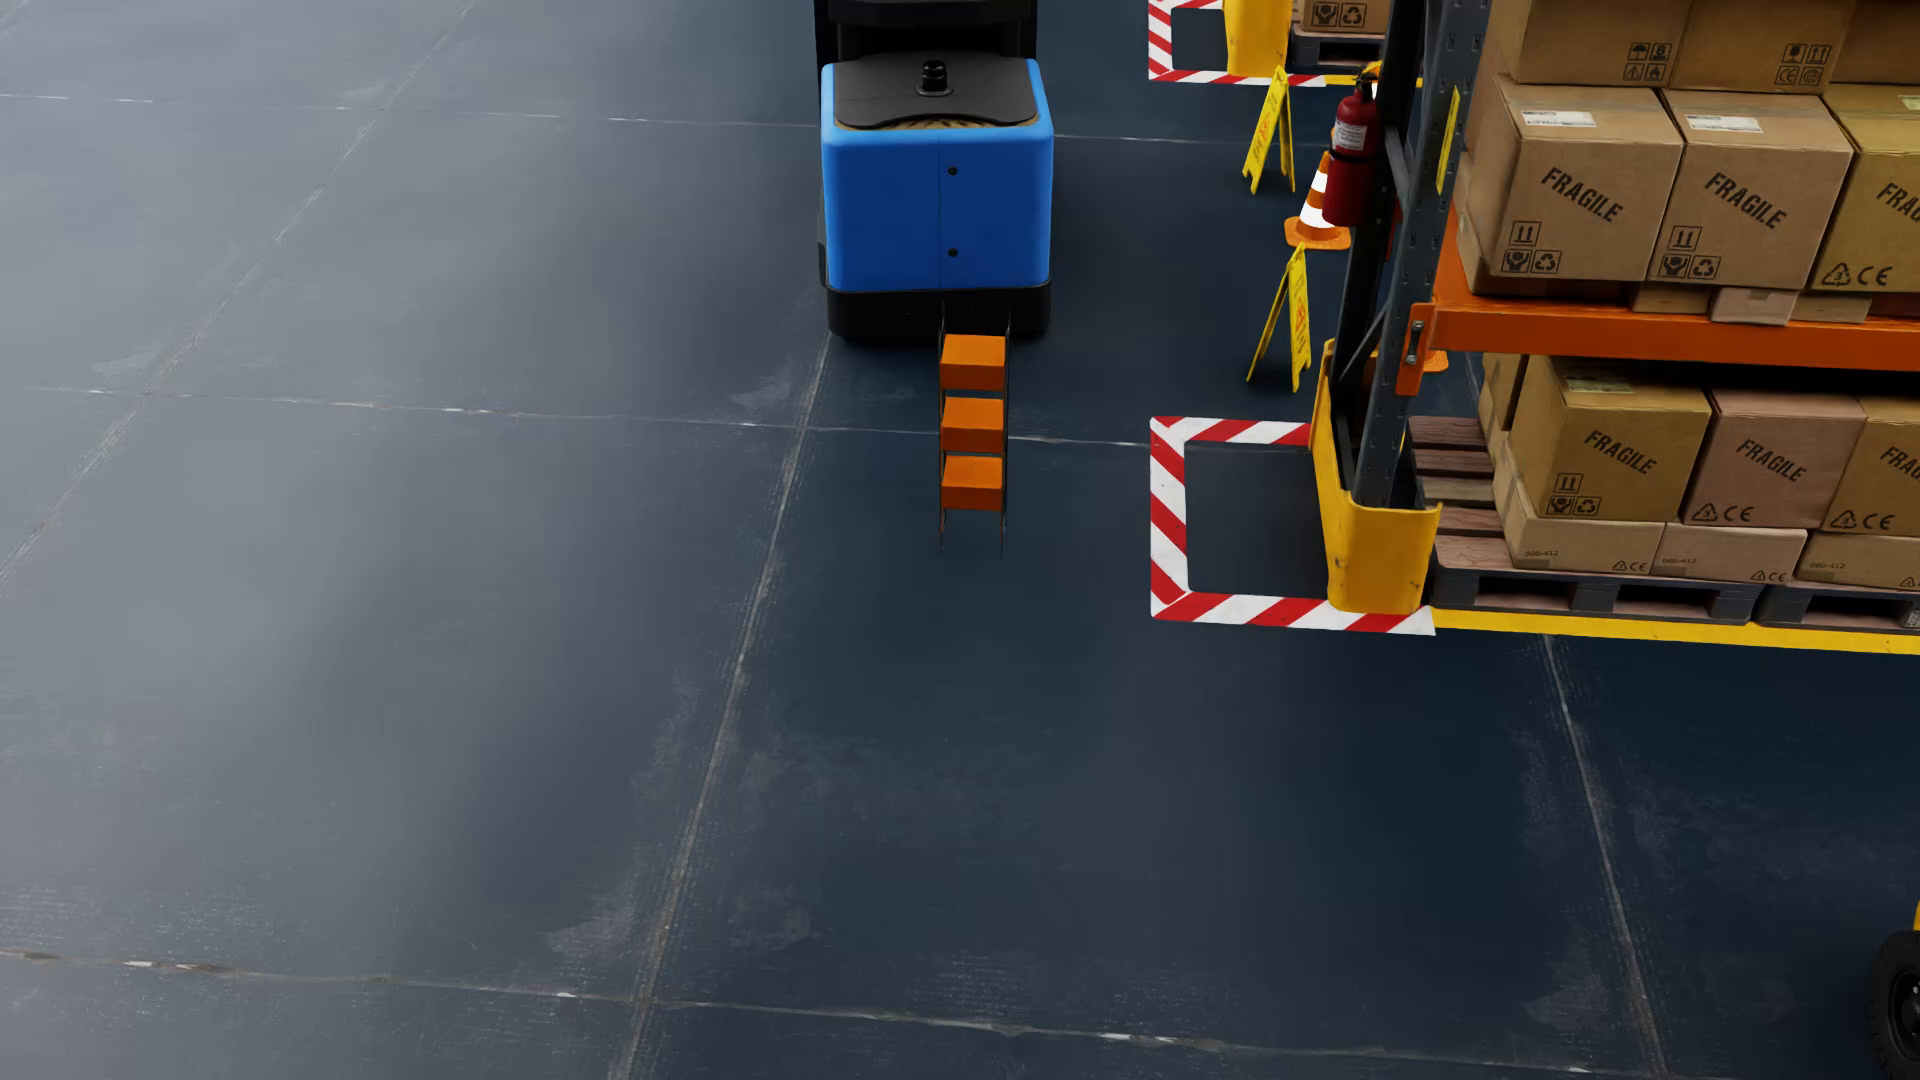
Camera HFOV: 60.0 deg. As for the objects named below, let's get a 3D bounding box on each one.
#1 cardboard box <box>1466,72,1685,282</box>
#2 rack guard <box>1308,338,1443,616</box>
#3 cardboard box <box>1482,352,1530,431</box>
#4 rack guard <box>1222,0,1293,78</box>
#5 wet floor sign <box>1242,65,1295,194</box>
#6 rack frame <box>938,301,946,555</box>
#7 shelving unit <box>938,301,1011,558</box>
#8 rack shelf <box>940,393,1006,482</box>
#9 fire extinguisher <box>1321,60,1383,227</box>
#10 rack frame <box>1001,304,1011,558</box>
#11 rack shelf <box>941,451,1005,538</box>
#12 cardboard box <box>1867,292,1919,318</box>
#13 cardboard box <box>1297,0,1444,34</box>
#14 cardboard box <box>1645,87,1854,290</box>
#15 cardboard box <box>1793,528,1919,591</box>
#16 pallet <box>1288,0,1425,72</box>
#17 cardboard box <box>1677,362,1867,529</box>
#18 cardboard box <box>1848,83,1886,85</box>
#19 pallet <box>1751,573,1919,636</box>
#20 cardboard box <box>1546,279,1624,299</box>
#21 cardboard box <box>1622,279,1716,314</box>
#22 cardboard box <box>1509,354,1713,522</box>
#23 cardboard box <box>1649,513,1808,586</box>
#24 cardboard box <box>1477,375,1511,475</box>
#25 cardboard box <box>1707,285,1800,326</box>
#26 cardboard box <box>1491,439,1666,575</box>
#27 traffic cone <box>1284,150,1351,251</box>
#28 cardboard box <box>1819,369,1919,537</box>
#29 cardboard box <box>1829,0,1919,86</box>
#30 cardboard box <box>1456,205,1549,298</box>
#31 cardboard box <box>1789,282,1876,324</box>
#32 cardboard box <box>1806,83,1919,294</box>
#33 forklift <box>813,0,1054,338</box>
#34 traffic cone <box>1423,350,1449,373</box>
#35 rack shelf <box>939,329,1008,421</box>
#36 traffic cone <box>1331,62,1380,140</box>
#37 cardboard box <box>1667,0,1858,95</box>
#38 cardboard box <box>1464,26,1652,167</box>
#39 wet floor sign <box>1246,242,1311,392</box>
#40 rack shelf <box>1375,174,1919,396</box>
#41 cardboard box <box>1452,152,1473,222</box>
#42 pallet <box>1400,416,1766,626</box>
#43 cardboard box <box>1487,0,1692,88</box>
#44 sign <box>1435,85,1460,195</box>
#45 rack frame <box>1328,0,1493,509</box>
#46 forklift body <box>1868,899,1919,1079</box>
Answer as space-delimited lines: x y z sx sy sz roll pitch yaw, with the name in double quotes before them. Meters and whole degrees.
"cardboard box" 2.016 -1.206 5.512 0.500 0.500 0.500 3 39 3
"rack guard" 1.643 -0.279 6.668 0.348 0.500 1.175 3 39 4
"cardboard box" 2.388 -0.760 6.530 0.500 0.500 0.500 3 39 4
"rack guard" 1.870 -3.403 10.506 0.348 0.500 1.175 3 39 4
"wet floor sign" 1.694 -2.214 8.931 0.232 0.644 0.267 -3 39 -4
"rack frame" -0.068 -0.411 6.394 0.008 1.050 0.200 3 39 4
"shelving unit" 0.053 -0.404 6.386 0.252 1.050 0.215 3 39 4
"rack shelf" 0.053 -0.396 6.393 0.240 0.259 0.215 3 39 4
"fire extinguisher" 1.493 -1.518 6.272 0.183 0.674 0.296 3 39 4
"rack frame" 0.175 -0.398 6.378 0.008 1.050 0.200 3 39 4
"rack shelf" 0.053 -0.180 6.568 0.240 0.259 0.215 3 39 4
"cardboard box" 3.176 -0.924 5.679 0.250 0.149 0.380 4 39 5
"cardboard box" 2.575 -3.715 10.259 0.875 0.875 0.875 3 39 4
"cardboard box" 2.532 -1.180 5.480 0.500 0.500 0.500 4 39 5
"cardboard box" 3.400 -0.077 6.285 0.500 0.250 0.500 6 39 7
"pallet" 2.697 -3.295 10.602 1.213 0.211 1.003 3 39 4
"cardboard box" 2.892 -0.395 6.082 0.500 0.500 0.500 2 39 2
"cardboard box" 3.129 -1.491 5.862 0.500 0.500 0.500 3 39 4
"pallet" 3.662 -0.032 6.594 1.213 0.211 1.003 3 39 4
"cardboard box" 2.141 -1.002 5.775 0.250 0.149 0.380 4 39 5
"cardboard box" 2.398 -0.936 5.694 0.250 0.149 0.380 2 39 2
"cardboard box" 2.371 -0.421 6.114 0.500 0.500 0.500 2 39 2
"cardboard box" 2.855 -0.098 6.312 0.500 0.250 0.500 4 39 5
"cardboard box" 2.420 -0.473 6.771 0.500 0.250 0.500 3 39 4
"cardboard box" 2.647 -0.893 5.642 0.250 0.149 0.380 4 39 5
"cardboard box" 2.347 -0.131 6.352 0.500 0.250 0.500 3 39 3
"traffic cone" 1.864 -1.773 8.533 0.334 0.463 0.336 3 39 4
"cardboard box" 3.392 -0.363 6.042 0.500 0.500 0.500 4 39 5
"cardboard box" 3.116 -1.908 5.583 0.500 0.500 0.700 3 39 3
"cardboard box" 1.888 -1.006 5.780 0.250 0.149 0.380 3 39 4
"cardboard box" 2.908 -0.900 5.650 0.250 0.149 0.380 4 39 5
"cardboard box" 3.040 -1.153 5.447 0.500 0.500 0.500 2 39 3
"forklift" -0.183 -2.997 8.081 1.130 2.935 3.031 -2 39 -3
"traffic cone" 2.107 -1.056 7.653 0.334 0.463 0.336 3 39 4
"rack shelf" 0.053 -0.616 6.214 0.240 0.259 0.215 3 39 4
"traffic cone" 2.301 -2.465 9.383 0.334 0.463 0.336 3 39 4
"cardboard box" 2.599 -1.872 5.537 0.500 0.500 0.700 3 39 4
"cardboard box" 2.132 -1.550 5.935 0.500 0.500 0.500 2 39 3
"wet floor sign" 1.471 -1.023 7.466 0.232 0.644 0.267 16 42 19
"rack shelf" 3.560 -0.864 5.977 4.000 0.370 1.077 3 39 4
"cardboard box" 1.959 -1.269 6.103 0.250 0.149 0.380 4 39 5
"pallet" 2.450 -0.100 6.677 1.213 0.211 1.003 3 39 4
"cardboard box" 2.095 -1.904 5.577 0.500 0.500 0.700 2 39 3
"sign" 1.521 -1.247 5.191 0.005 0.325 0.100 3 39 4
"rack frame" 1.568 -1.252 5.884 0.127 3.000 1.000 3 39 4
"forklift body" 3.190 1.155 3.599 1.214 2.155 2.313 3 39 4
